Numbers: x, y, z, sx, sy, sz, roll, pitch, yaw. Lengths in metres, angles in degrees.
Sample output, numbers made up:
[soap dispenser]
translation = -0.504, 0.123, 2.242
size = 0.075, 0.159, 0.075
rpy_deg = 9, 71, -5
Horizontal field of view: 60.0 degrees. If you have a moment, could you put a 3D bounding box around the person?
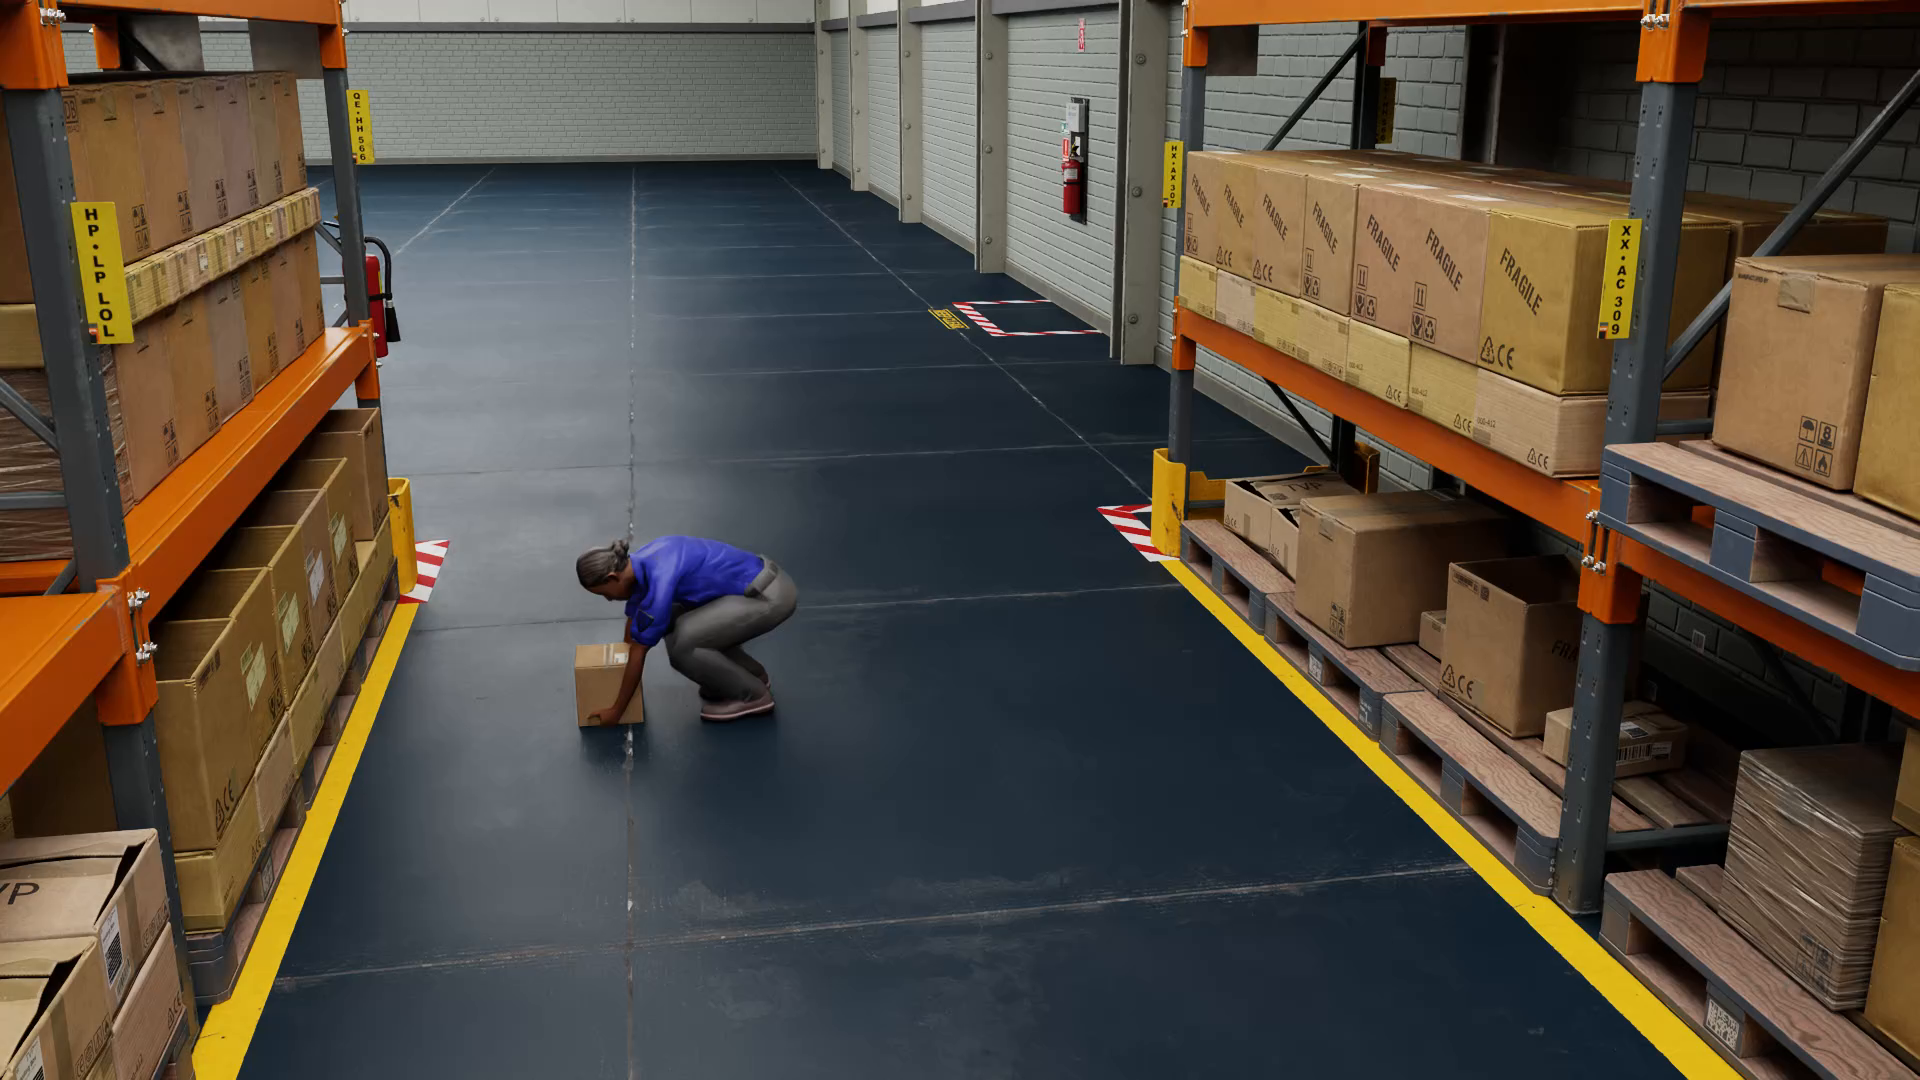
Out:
[person]
translation = -1.065, 0.331, 6.591
size = 0.855, 0.746, 0.457
rpy_deg = -4, 17, -12
